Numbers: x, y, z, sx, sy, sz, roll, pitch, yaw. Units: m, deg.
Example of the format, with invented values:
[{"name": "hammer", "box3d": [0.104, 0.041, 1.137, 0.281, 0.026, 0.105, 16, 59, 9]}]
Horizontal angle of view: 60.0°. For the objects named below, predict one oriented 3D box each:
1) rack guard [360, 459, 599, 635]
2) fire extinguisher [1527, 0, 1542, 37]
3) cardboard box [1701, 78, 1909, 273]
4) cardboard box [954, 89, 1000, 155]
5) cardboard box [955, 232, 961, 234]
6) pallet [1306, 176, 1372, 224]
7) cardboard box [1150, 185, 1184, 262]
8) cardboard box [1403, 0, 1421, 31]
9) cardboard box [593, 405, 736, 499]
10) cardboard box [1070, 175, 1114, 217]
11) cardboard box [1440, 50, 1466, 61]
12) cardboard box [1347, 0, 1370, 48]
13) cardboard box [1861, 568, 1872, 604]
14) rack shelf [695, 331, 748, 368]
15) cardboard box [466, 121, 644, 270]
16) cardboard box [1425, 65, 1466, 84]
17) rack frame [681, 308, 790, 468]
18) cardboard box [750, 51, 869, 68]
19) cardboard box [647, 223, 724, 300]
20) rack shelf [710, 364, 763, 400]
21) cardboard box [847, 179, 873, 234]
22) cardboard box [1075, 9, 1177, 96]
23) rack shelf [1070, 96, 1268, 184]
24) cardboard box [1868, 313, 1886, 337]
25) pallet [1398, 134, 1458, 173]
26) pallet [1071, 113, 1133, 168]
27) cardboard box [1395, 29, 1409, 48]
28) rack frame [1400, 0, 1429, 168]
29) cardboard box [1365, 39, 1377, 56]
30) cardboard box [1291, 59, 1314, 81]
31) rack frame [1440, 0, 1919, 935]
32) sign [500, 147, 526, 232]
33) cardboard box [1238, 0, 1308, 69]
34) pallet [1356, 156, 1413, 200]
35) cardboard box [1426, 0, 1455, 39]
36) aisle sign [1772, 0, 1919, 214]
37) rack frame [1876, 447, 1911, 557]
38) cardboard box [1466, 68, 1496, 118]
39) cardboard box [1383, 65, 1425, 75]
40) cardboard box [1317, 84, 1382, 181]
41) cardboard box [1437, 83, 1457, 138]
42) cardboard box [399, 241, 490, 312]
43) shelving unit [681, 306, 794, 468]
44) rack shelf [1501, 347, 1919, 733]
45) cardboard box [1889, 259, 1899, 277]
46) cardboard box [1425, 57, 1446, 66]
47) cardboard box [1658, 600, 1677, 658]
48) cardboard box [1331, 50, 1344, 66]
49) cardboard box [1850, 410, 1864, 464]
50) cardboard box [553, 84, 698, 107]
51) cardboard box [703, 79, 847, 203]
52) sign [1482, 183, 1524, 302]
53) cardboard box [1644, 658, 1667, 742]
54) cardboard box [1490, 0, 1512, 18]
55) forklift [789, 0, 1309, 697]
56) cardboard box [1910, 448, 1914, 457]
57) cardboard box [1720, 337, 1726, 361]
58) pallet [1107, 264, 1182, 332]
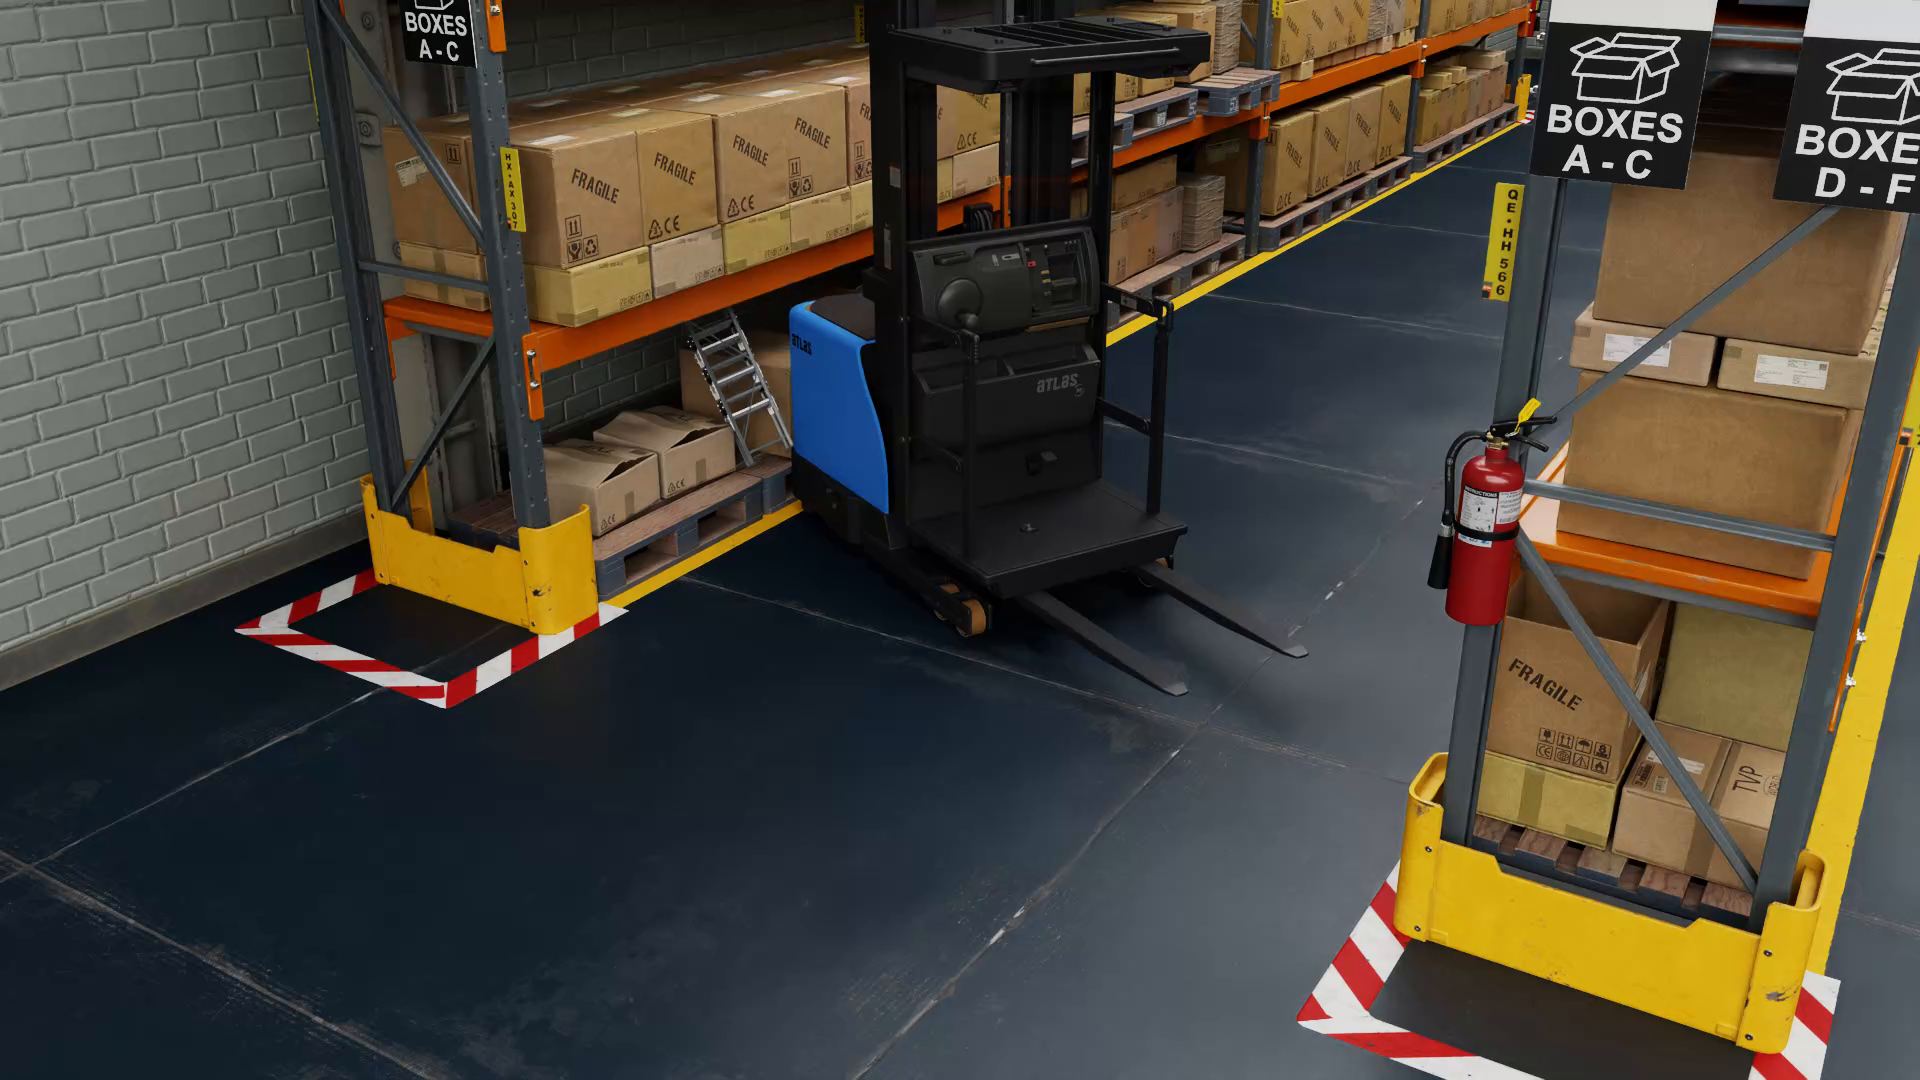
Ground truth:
[{"name": "rack guard", "box3d": [-2.195, 0.017, 7.580, 1.175, 0.500, 0.348, 14, 27, 29]}, {"name": "fire extinguisher", "box3d": [6.677, -6.252, 19.482, 0.296, 0.674, 0.183, 14, 27, 29]}, {"name": "cardboard box", "box3d": [2.799, -1.230, 5.557, 0.700, 0.500, 0.500, 14, 27, 29]}, {"name": "cardboard box", "box3d": [-0.112, -2.514, 9.502, 0.500, 0.500, 0.500, 14, 27, 29]}, {"name": "cardboard box", "box3d": [0.249, -1.761, 11.134, 0.700, 0.500, 0.500, 15, 28, 31]}, {"name": "pallet", "box3d": [3.109, -3.185, 15.341, 1.003, 0.211, 1.213, 14, 27, 29]}, {"name": "cardboard box", "box3d": [1.279, -2.455, 12.739, 0.700, 0.500, 0.500, 14, 27, 29]}, {"name": "cardboard box", "box3d": [4.066, -5.137, 15.815, 0.500, 0.500, 0.500, 13, 27, 28]}, {"name": "cardboard box", "box3d": [-1.493, -0.479, 8.412, 0.500, 0.311, 0.500, 16, 28, 33]}, {"name": "cardboard box", "box3d": [0.750, -2.431, 11.738, 0.500, 0.250, 0.500, 13, 27, 27]}, {"name": "cardboard box", "box3d": [5.550, -5.503, 18.988, 0.380, 0.149, 0.250, 14, 27, 29]}, {"name": "cardboard box", "box3d": [3.274, -4.625, 14.633, 0.500, 0.500, 0.500, 15, 27, 30]}, {"name": "cardboard box", "box3d": [3.503, 0.193, 6.961, 0.500, 0.250, 0.500, 14, 27, 29]}, {"name": "rack shelf", "box3d": [-1.209, -0.966, 8.422, 0.258, 0.077, 0.200, -25, 4, -11]}, {"name": "cardboard box", "box3d": [-1.728, -1.487, 7.128, 0.500, 0.500, 0.500, 14, 27, 29]}, {"name": "cardboard box", "box3d": [5.187, -4.982, 17.784, 0.380, 0.149, 0.250, 13, 27, 27]}, {"name": "rack frame", "box3d": [-1.170, -0.831, 8.532, 0.240, 0.900, 0.006, -25, 4, -11]}, {"name": "cardboard box", "box3d": [-0.826, -2.450, 9.353, 0.500, 0.500, 0.500, 14, 27, 29]}, {"name": "cardboard box", "box3d": [-1.446, -1.321, 7.689, 0.500, 0.250, 0.500, 13, 27, 27]}, {"name": "rack shelf", "box3d": [-1.135, -0.802, 8.435, 0.258, 0.077, 0.200, -25, 4, -11]}, {"name": "cardboard box", "box3d": [-0.639, -1.832, 8.869, 0.500, 0.250, 0.500, 14, 27, 29]}, {"name": "cardboard box", "box3d": [1.107, -3.466, 11.801, 0.700, 0.500, 0.500, 14, 27, 29]}, {"name": "rack shelf", "box3d": [0.930, -2.799, 11.845, 1.077, 0.370, 4.000, 14, 27, 29]}, {"name": "cardboard box", "box3d": [2.502, -0.588, 4.890, 0.380, 0.149, 0.250, 13, 27, 28]}, {"name": "pallet", "box3d": [4.563, -4.115, 17.489, 1.003, 0.211, 1.213, 14, 27, 29]}, {"name": "pallet", "box3d": [0.402, -2.593, 10.707, 1.003, 0.211, 1.213, 14, 27, 29]}, {"name": "cardboard box", "box3d": [4.044, -4.784, 15.817, 0.380, 0.149, 0.250, 14, 27, 30]}, {"name": "rack frame", "box3d": [4.095, -5.154, 16.380, 1.000, 3.000, 0.127, 14, 27, 29]}, {"name": "cardboard box", "box3d": [3.594, -4.536, 15.244, 0.380, 0.149, 0.250, 14, 27, 29]}, {"name": "cardboard box", "box3d": [2.708, -3.916, 13.811, 0.380, 0.149, 0.250, 15, 27, 31]}, {"name": "rack frame", "box3d": [1.976, -0.067, 4.629, 1.000, 3.000, 0.127, 14, 27, 29]}, {"name": "sign", "box3d": [-1.774, -1.388, 6.590, 0.100, 0.325, 0.005, 14, 27, 29]}, {"name": "cardboard box", "box3d": [2.459, -4.106, 13.433, 0.500, 0.500, 0.500, 15, 27, 30]}, {"name": "pallet", "box3d": [3.752, -3.598, 16.296, 1.003, 0.211, 1.213, 14, 27, 29]}, {"name": "cardboard box", "box3d": [4.395, -5.471, 16.736, 0.980, 0.700, 0.700, 14, 27, 30]}, {"name": "aisle sign", "box3d": [2.201, -1.174, 3.913, 0.394, 0.787, 0.004, 14, 27, 29]}, {"name": "rack frame", "box3d": [4.085, -1.417, 7.748, 1.000, 3.000, 0.127, 14, 27, 29]}, {"name": "cardboard box", "box3d": [5.657, -5.124, 18.928, 0.700, 0.500, 0.500, 14, 27, 29]}, {"name": "cardboard box", "box3d": [4.746, -4.988, 17.798, 0.380, 0.149, 0.250, 13, 27, 27]}, {"name": "cardboard box", "box3d": [3.396, -3.813, 15.460, 0.750, 0.750, 0.750, 15, 27, 31]}, {"name": "cardboard box", "box3d": [4.844, -4.599, 17.717, 0.700, 0.500, 0.500, 14, 27, 28]}, {"name": "cardboard box", "box3d": [-2.153, -1.243, 7.509, 0.500, 0.250, 0.500, 14, 27, 30]}, {"name": "shelving unit", "box3d": [-1.149, -0.833, 8.433, 0.258, 0.900, 0.210, -25, 4, -11]}, {"name": "rack shelf", "box3d": [3.031, -0.412, 6.332, 1.077, 0.370, 4.000, 14, 27, 29]}, {"name": "cardboard box", "box3d": [2.909, -0.847, 5.488, 0.380, 0.149, 0.250, 13, 27, 27]}, {"name": "cardboard box", "box3d": [5.149, -5.246, 18.394, 0.380, 0.149, 0.250, 14, 27, 29]}, {"name": "cardboard box", "box3d": [2.521, 0.074, 6.292, 0.500, 0.500, 0.500, 14, 27, 29]}, {"name": "cardboard box", "box3d": [3.155, -4.281, 14.653, 0.380, 0.149, 0.250, 14, 27, 29]}, {"name": "cardboard box", "box3d": [2.772, -0.613, 5.763, 0.700, 0.500, 0.500, 14, 27, 29]}, {"name": "cardboard box", "box3d": [-1.624, -1.935, 8.165, 0.500, 0.500, 0.500, 13, 27, 28]}, {"name": "cardboard box", "box3d": [-0.919, -2.001, 8.317, 0.500, 0.500, 0.500, 15, 27, 31]}, {"name": "sign", "box3d": [1.522, -0.826, 4.626, 0.100, 0.325, 0.005, 14, 27, 29]}, {"name": "cardboard box", "box3d": [2.261, 0.588, 6.049, 0.500, 0.250, 0.500, 14, 27, 29]}, {"name": "cardboard box", "box3d": [5.570, -6.220, 18.464, 0.980, 0.700, 0.700, 14, 27, 29]}, {"name": "forklift", "box3d": [0.326, -1.131, 7.173, 1.130, 2.935, 3.031, -14, 27, -28]}, {"name": "cardboard box", "box3d": [4.780, -0.605, 8.803, 0.500, 0.250, 0.500, 15, 27, 30]}, {"name": "cardboard box", "box3d": [2.152, -0.668, 5.076, 0.380, 0.149, 0.250, 15, 27, 30]}, {"name": "pallet", "box3d": [0.927, -1.851, 12.260, 1.003, 0.211, 1.213, 14, 27, 29]}]
